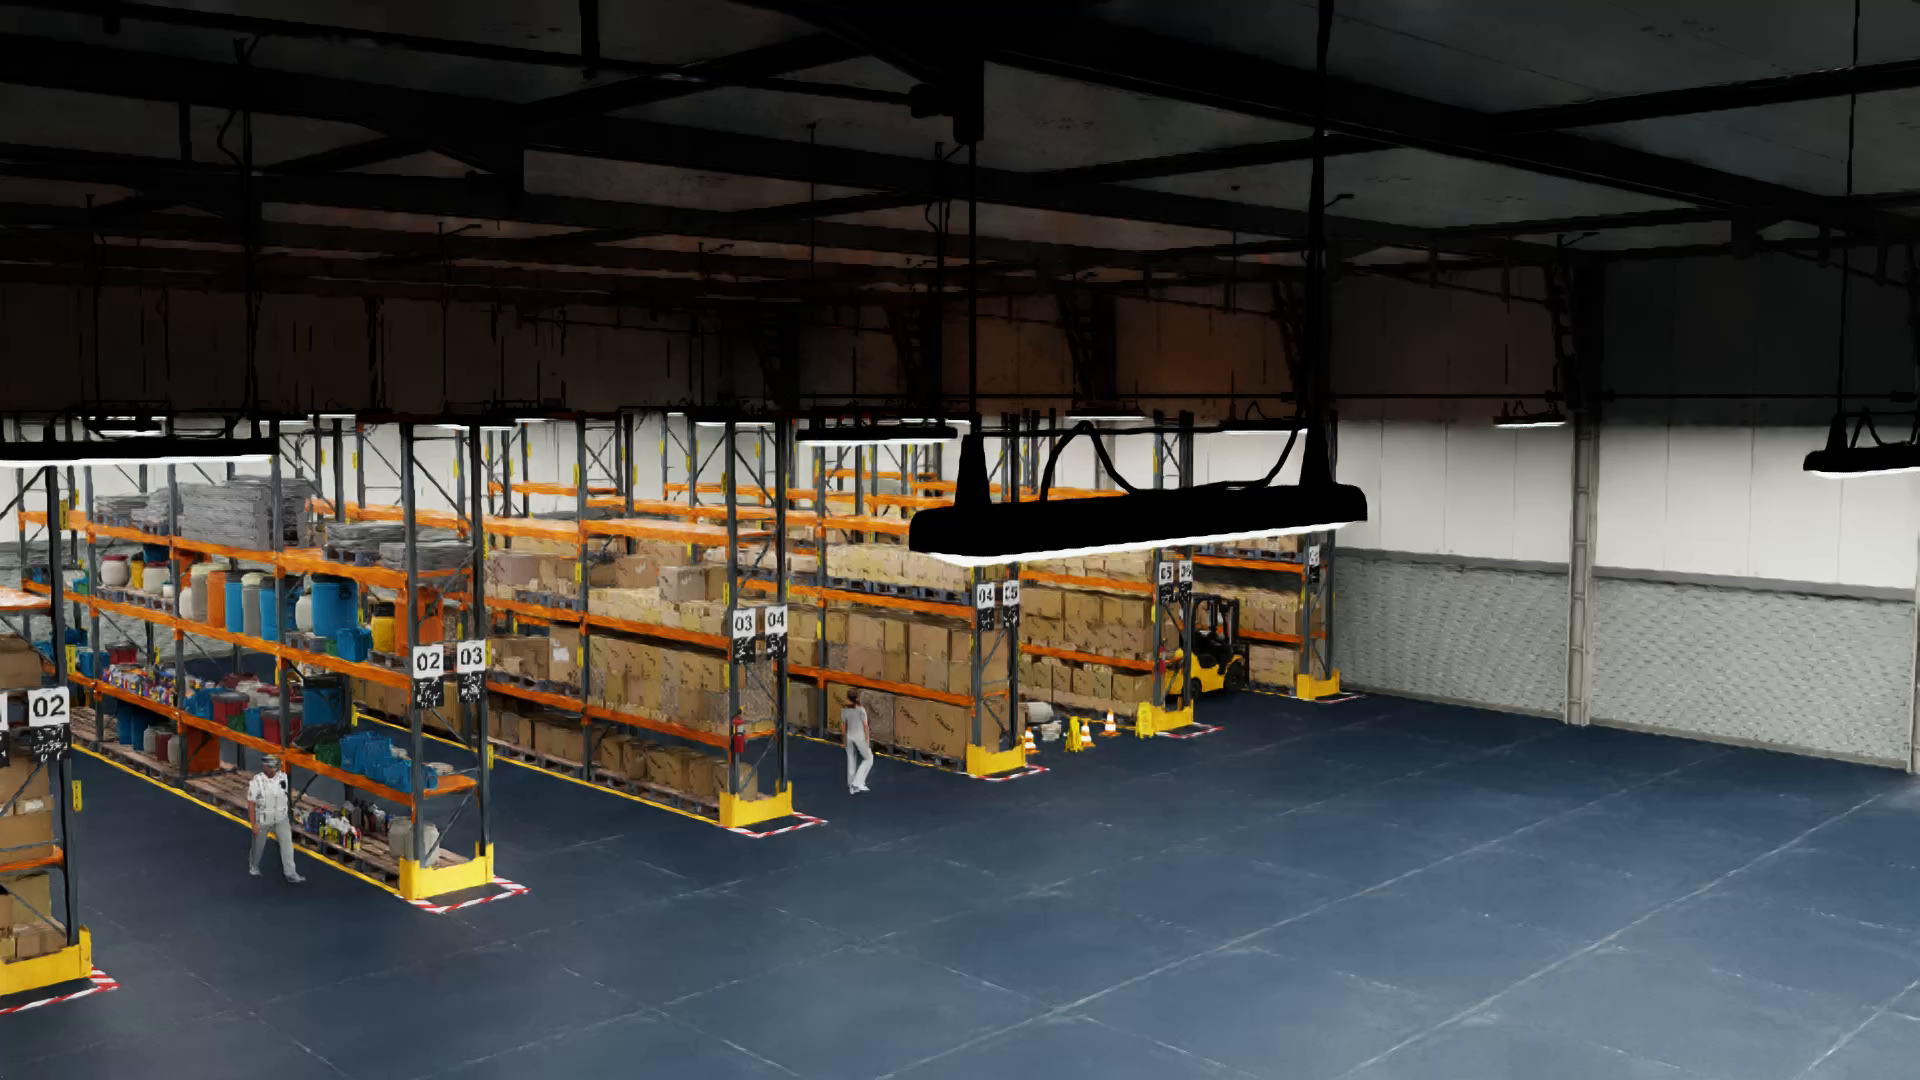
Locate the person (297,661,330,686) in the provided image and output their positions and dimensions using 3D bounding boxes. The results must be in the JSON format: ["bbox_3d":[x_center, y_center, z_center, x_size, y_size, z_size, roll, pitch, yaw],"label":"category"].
[{"bbox_3d":[-12.502,2.731,32.189,0.639,1.632,0.512,-5,7,-44],"label":"person"}]

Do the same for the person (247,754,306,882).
[{"bbox_3d":[-8.973,3.600,21.623,0.542,1.675,1.126,-4,7,-42],"label":"person"}]

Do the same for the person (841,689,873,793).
[{"bbox_3d":[-1.650,3.202,26.434,0.503,1.670,0.432,1,5,16],"label":"person"}]
